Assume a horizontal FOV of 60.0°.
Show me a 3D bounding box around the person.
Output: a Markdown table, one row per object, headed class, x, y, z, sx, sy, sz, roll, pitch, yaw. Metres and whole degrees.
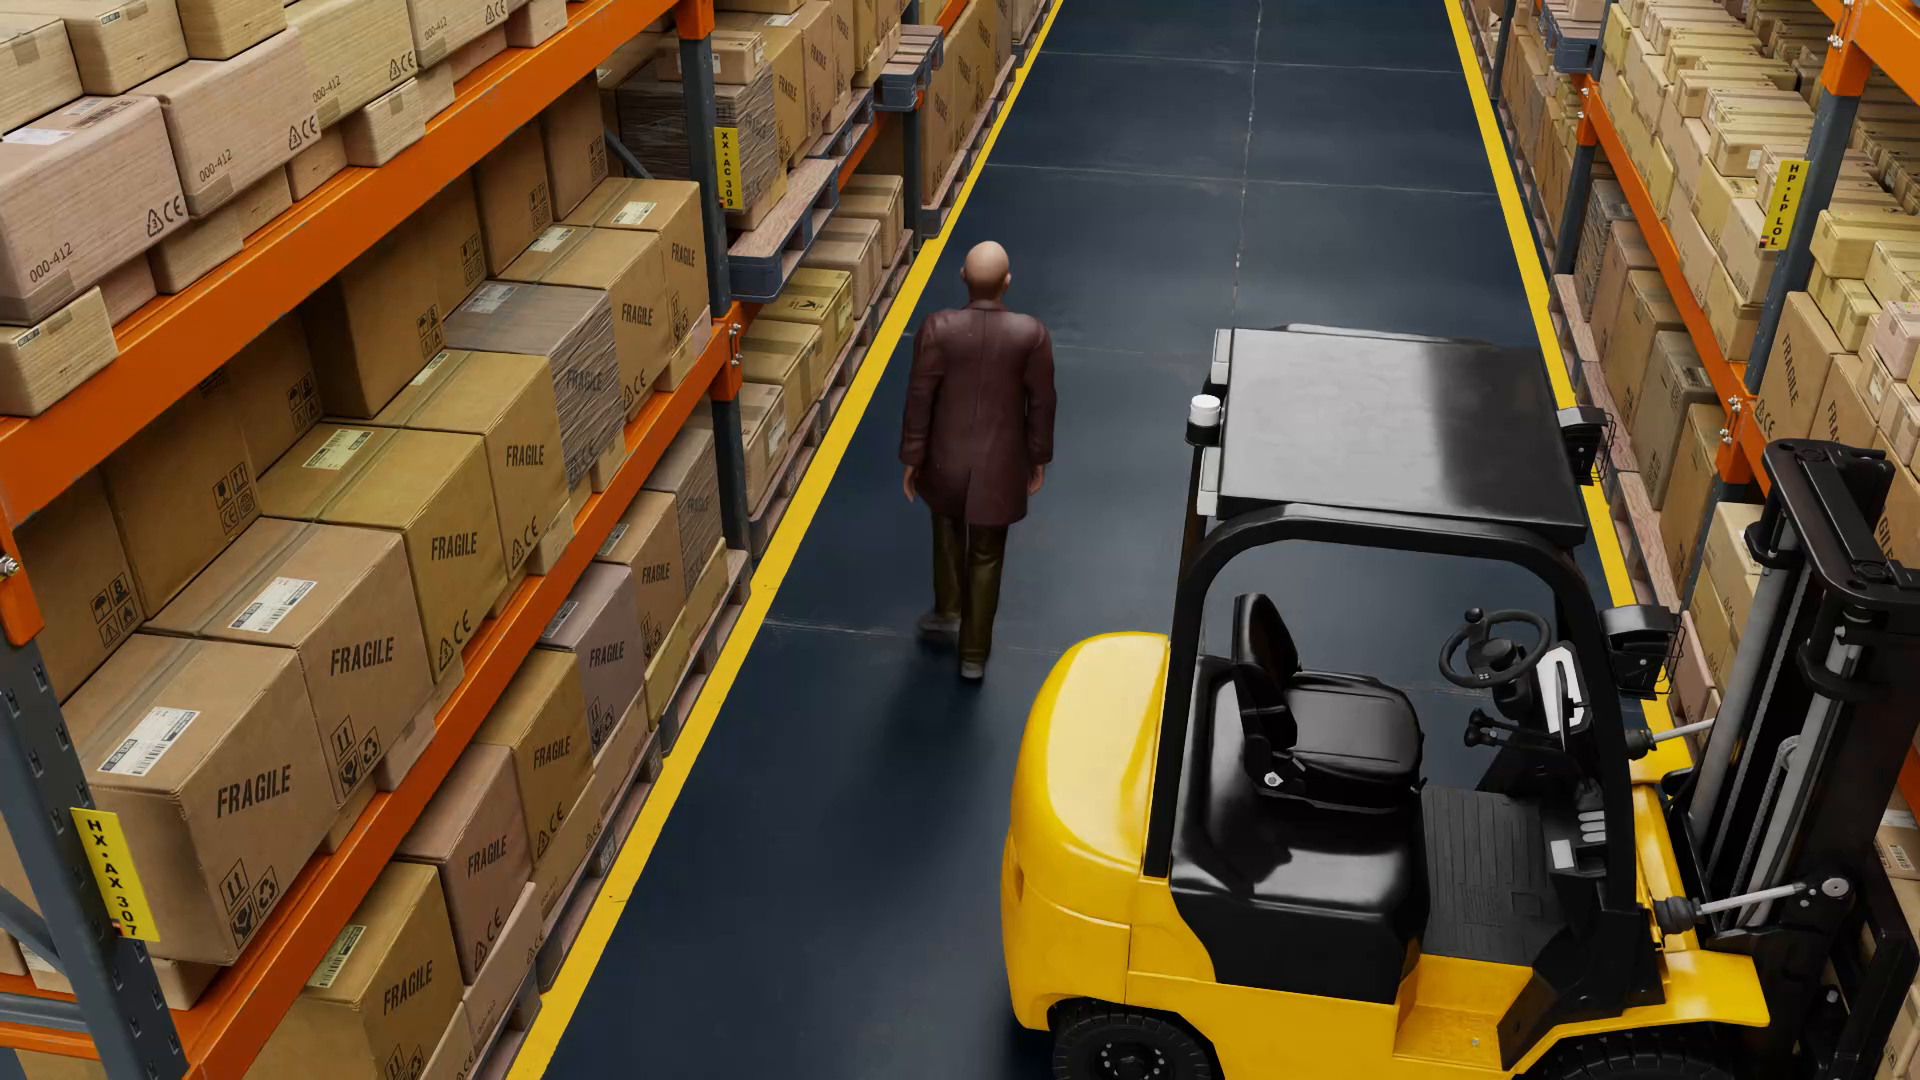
| class | x | y | z | sx | sy | sz | roll | pitch | yaw |
| --- | --- | --- | --- | --- | --- | --- | --- | --- | --- |
| person | 0.068 | -0.287 | 6.619 | 0.614 | 1.811 | 0.564 | 3 | 32 | 4 |
